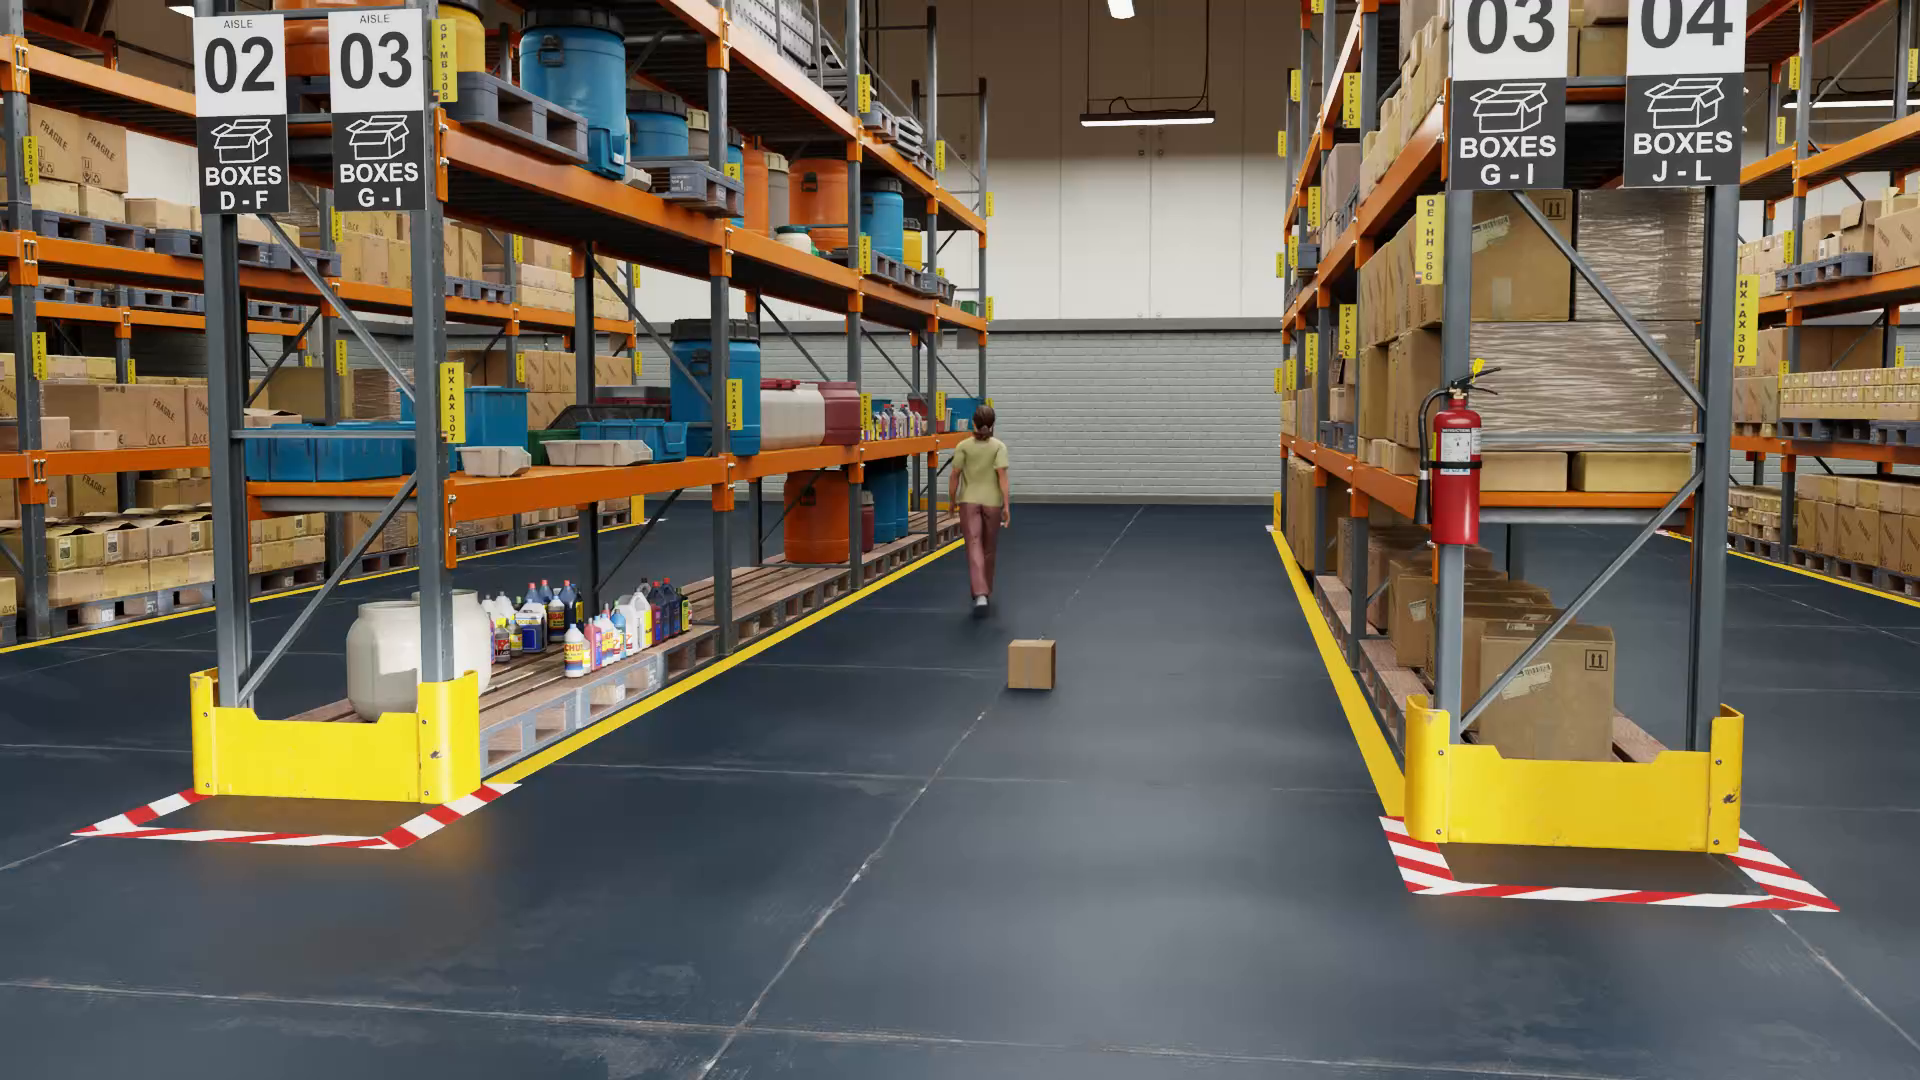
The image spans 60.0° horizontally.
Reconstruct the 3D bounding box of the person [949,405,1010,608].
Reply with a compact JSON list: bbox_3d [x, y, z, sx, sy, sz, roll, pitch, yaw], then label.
[{"bbox_3d":[0.144,-0.271,13.282,0.465,1.616,1.021,0,5,-6],"label":"person"}]
